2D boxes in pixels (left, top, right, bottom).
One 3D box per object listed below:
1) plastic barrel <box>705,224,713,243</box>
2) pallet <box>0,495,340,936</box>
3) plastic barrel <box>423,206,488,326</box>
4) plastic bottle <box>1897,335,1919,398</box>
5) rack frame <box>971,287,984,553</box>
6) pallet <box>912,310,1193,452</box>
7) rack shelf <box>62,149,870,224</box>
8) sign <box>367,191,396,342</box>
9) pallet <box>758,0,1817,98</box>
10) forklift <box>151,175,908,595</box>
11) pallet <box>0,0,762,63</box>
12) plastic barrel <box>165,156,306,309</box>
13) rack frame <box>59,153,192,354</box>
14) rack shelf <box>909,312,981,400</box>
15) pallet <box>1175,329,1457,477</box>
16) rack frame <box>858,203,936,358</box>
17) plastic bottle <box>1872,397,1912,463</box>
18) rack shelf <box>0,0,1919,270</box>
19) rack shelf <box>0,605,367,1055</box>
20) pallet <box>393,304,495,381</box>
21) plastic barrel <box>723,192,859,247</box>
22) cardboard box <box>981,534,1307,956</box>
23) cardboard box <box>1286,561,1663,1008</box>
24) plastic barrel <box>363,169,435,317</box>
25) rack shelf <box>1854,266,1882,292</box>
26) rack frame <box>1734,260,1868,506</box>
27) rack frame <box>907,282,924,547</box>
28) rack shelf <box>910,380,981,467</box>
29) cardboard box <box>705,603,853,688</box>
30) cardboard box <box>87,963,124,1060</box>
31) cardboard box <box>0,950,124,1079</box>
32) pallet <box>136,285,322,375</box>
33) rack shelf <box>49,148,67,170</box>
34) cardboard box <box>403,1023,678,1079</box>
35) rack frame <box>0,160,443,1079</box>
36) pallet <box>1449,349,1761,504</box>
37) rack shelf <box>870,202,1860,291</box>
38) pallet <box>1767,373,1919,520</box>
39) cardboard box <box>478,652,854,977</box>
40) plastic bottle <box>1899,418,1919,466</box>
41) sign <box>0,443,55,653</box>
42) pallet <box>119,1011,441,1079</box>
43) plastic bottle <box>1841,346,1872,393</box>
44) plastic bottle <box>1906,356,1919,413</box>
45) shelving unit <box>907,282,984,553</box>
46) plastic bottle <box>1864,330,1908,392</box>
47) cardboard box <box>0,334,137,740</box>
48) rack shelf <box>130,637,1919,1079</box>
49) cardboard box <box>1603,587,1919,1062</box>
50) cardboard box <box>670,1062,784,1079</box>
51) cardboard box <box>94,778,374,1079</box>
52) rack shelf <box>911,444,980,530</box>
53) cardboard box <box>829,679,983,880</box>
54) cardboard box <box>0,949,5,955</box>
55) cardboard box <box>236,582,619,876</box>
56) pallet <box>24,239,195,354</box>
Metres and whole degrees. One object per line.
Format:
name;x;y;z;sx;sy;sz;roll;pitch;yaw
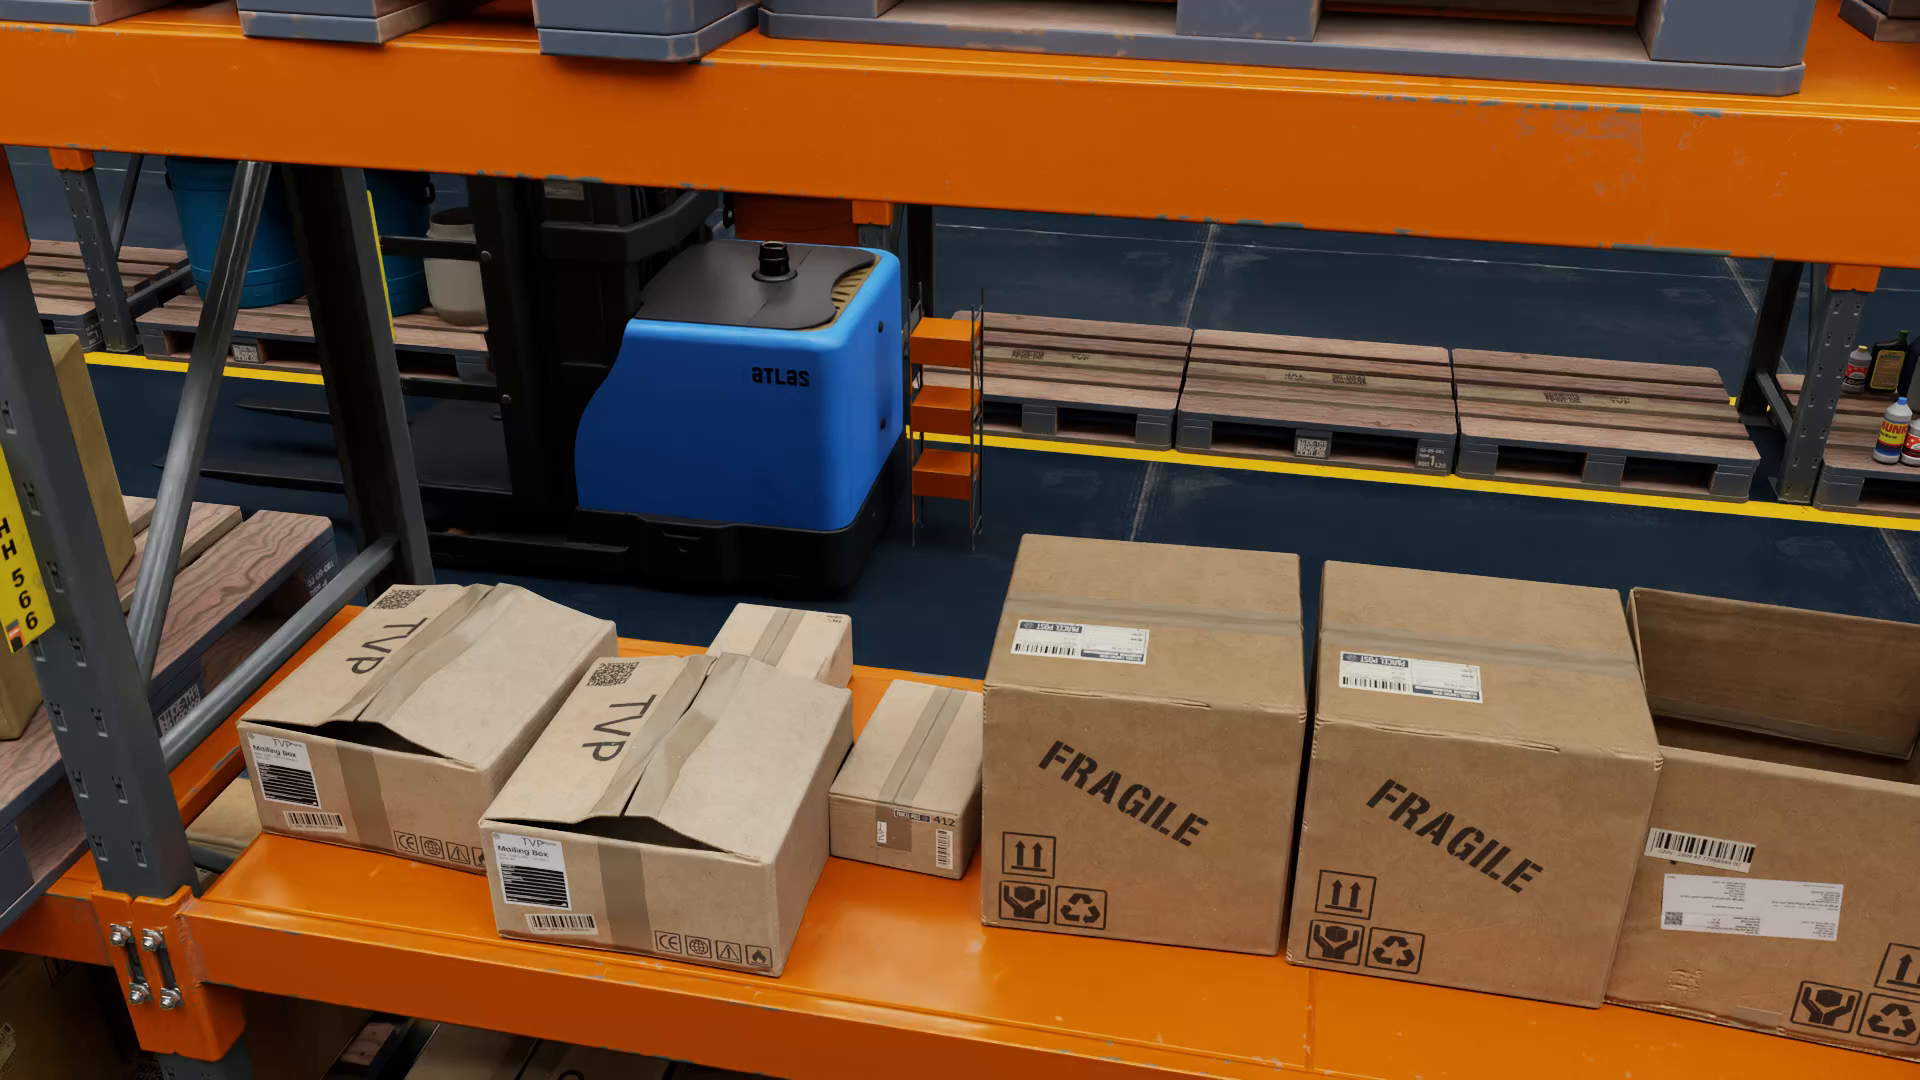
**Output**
plastic barrel;-1.338;-1.250;8.063;0.421;0.512;0.421;0;29;0
pallet;-2.001;0.274;3.326;1.003;0.211;1.213;6;29;11
plastic barrel;-2.443;-1.363;8.270;0.421;0.512;0.421;0;29;0
plastic bottle;4.316;-0.802;7.392;0.185;0.351;0.144;5;29;9
rack frame;0.067;-0.454;6.485;0.008;1.050;0.200;6;29;11
pallet;0.464;-0.782;7.959;1.213;0.211;1.003;6;29;11
rack shelf;-2.242;-1.986;8.004;4.000;0.370;1.077;6;29;11
sign;-1.211;-0.544;3.415;0.005;0.325;0.100;6;29;11
pallet;0.453;-0.872;2.291;1.213;0.211;1.003;7;30;13
forklift;-1.793;-1.419;6.290;3.031;2.935;1.130;5;29;10
pallet;-0.641;-0.982;2.494;1.003;0.211;1.213;7;30;13
plastic barrel;-3.669;-1.704;8.486;0.708;0.901;0.600;6;29;11
rack frame;-4.197;-2.502;8.197;0.127;3.000;1.000;6;29;11
rack shelf;-0.052;-0.706;6.377;0.240;0.259;0.215;6;29;11
pallet;1.653;-0.659;7.734;1.213;0.211;1.003;6;29;11
rack frame;-0.286;-2.101;7.465;0.127;3.000;1.000;6;29;11
plastic bottle;3.846;-0.459;6.847;0.097;0.271;0.097;0;29;0
rack shelf;0.632;-0.575;2.302;4.000;0.370;1.077;6;29;11
rack shelf;-3.280;0.340;3.755;4.000;0.370;1.077;6;29;11
pallet;-2.255;-1.061;8.468;1.213;0.211;1.003;6;29;11
plastic barrel;-0.768;-1.375;7.960;0.708;0.830;0.600;6;29;11
cardboard box;0.321;0.341;2.899;0.500;0.500;0.500;4;29;8
cardboard box;0.835;0.394;2.803;0.500;0.500;0.500;6;29;11
plastic barrel;-2.976;-1.633;8.356;0.708;0.901;0.600;6;29;11
rack shelf;5.582;-1.184;6.538;4.000;0.370;1.077;6;29;11
rack frame;3.626;-1.700;6.732;0.127;3.000;1.000;6;29;11
rack frame;-0.172;-0.478;6.530;0.008;1.050;0.200;6;29;11
rack shelf;-0.052;-0.457;6.513;0.240;0.259;0.215;6;29;11
cardboard box;-0.386;0.295;3.349;0.250;0.149;0.380;6;29;11
cardboard box;-2.222;0.898;4.131;0.500;0.500;0.500;5;29;9
cardboard box;-2.287;1.144;3.681;0.500;0.500;0.500;7;29;13
pallet;-3.452;-1.182;8.690;1.213;0.211;1.003;6;29;11
rack shelf;-6.153;-2.387;8.736;4.000;0.370;1.077;6;29;11
cardboard box;-0.873;1.191;3.293;0.500;0.311;0.500;7;29;12
rack frame;-1.324;0.225;3.216;0.127;3.000;1.000;6;29;11
pallet;2.850;-0.538;7.512;1.213;0.211;1.003;6;29;11
rack shelf;1.670;-1.585;7.271;4.000;0.370;1.077;6;29;11
pallet;4.274;-0.390;7.243;1.213;0.211;1.003;6;29;11
cardboard box;-0.489;0.444;2.908;0.500;0.311;0.500;6;29;10
plastic bottle;3.946;-0.418;6.845;0.097;0.201;0.097;0;29;0
sign;-1.428;0.007;2.490;0.005;0.325;0.100;6;29;11
pallet;-2.046;1.355;4.055;1.213;0.211;1.003;6;29;11
plastic bottle;4.046;-0.776;7.499;0.097;0.201;0.097;0;29;0
plastic bottle;4.286;-0.734;7.268;0.185;0.351;0.144;6;29;11
shelving unit;-0.052;-0.466;6.508;0.252;1.050;0.215;6;29;11
plastic bottle;4.166;-0.808;7.473;0.133;0.283;0.061;7;30;13
cardboard box;-1.963;-0.014;3.110;0.500;0.500;0.700;-4;29;-6
rack shelf;0.632;0.741;3.023;4.000;0.370;1.077;6;29;11
cardboard box;1.325;0.444;2.711;0.500;0.500;0.500;8;30;14
cardboard box;-0.357;1.240;3.204;0.500;0.311;0.500;5;29;9
cardboard box;-1.709;0.948;4.039;0.500;0.500;0.500;7;29;13
rack shelf;-0.052;-0.213;6.646;0.240;0.259;0.215;6;29;11
cardboard box;-0.065;0.436;3.091;0.250;0.149;0.380;8;30;14
cardboard box;-2.343;0.812;3.507;0.500;0.250;0.500;7;29;12
cardboard box;-0.977;0.321;3.134;0.500;0.311;0.500;8;30;14
pallet;-4.925;-1.335;8.968;1.213;0.211;1.003;6;29;11
